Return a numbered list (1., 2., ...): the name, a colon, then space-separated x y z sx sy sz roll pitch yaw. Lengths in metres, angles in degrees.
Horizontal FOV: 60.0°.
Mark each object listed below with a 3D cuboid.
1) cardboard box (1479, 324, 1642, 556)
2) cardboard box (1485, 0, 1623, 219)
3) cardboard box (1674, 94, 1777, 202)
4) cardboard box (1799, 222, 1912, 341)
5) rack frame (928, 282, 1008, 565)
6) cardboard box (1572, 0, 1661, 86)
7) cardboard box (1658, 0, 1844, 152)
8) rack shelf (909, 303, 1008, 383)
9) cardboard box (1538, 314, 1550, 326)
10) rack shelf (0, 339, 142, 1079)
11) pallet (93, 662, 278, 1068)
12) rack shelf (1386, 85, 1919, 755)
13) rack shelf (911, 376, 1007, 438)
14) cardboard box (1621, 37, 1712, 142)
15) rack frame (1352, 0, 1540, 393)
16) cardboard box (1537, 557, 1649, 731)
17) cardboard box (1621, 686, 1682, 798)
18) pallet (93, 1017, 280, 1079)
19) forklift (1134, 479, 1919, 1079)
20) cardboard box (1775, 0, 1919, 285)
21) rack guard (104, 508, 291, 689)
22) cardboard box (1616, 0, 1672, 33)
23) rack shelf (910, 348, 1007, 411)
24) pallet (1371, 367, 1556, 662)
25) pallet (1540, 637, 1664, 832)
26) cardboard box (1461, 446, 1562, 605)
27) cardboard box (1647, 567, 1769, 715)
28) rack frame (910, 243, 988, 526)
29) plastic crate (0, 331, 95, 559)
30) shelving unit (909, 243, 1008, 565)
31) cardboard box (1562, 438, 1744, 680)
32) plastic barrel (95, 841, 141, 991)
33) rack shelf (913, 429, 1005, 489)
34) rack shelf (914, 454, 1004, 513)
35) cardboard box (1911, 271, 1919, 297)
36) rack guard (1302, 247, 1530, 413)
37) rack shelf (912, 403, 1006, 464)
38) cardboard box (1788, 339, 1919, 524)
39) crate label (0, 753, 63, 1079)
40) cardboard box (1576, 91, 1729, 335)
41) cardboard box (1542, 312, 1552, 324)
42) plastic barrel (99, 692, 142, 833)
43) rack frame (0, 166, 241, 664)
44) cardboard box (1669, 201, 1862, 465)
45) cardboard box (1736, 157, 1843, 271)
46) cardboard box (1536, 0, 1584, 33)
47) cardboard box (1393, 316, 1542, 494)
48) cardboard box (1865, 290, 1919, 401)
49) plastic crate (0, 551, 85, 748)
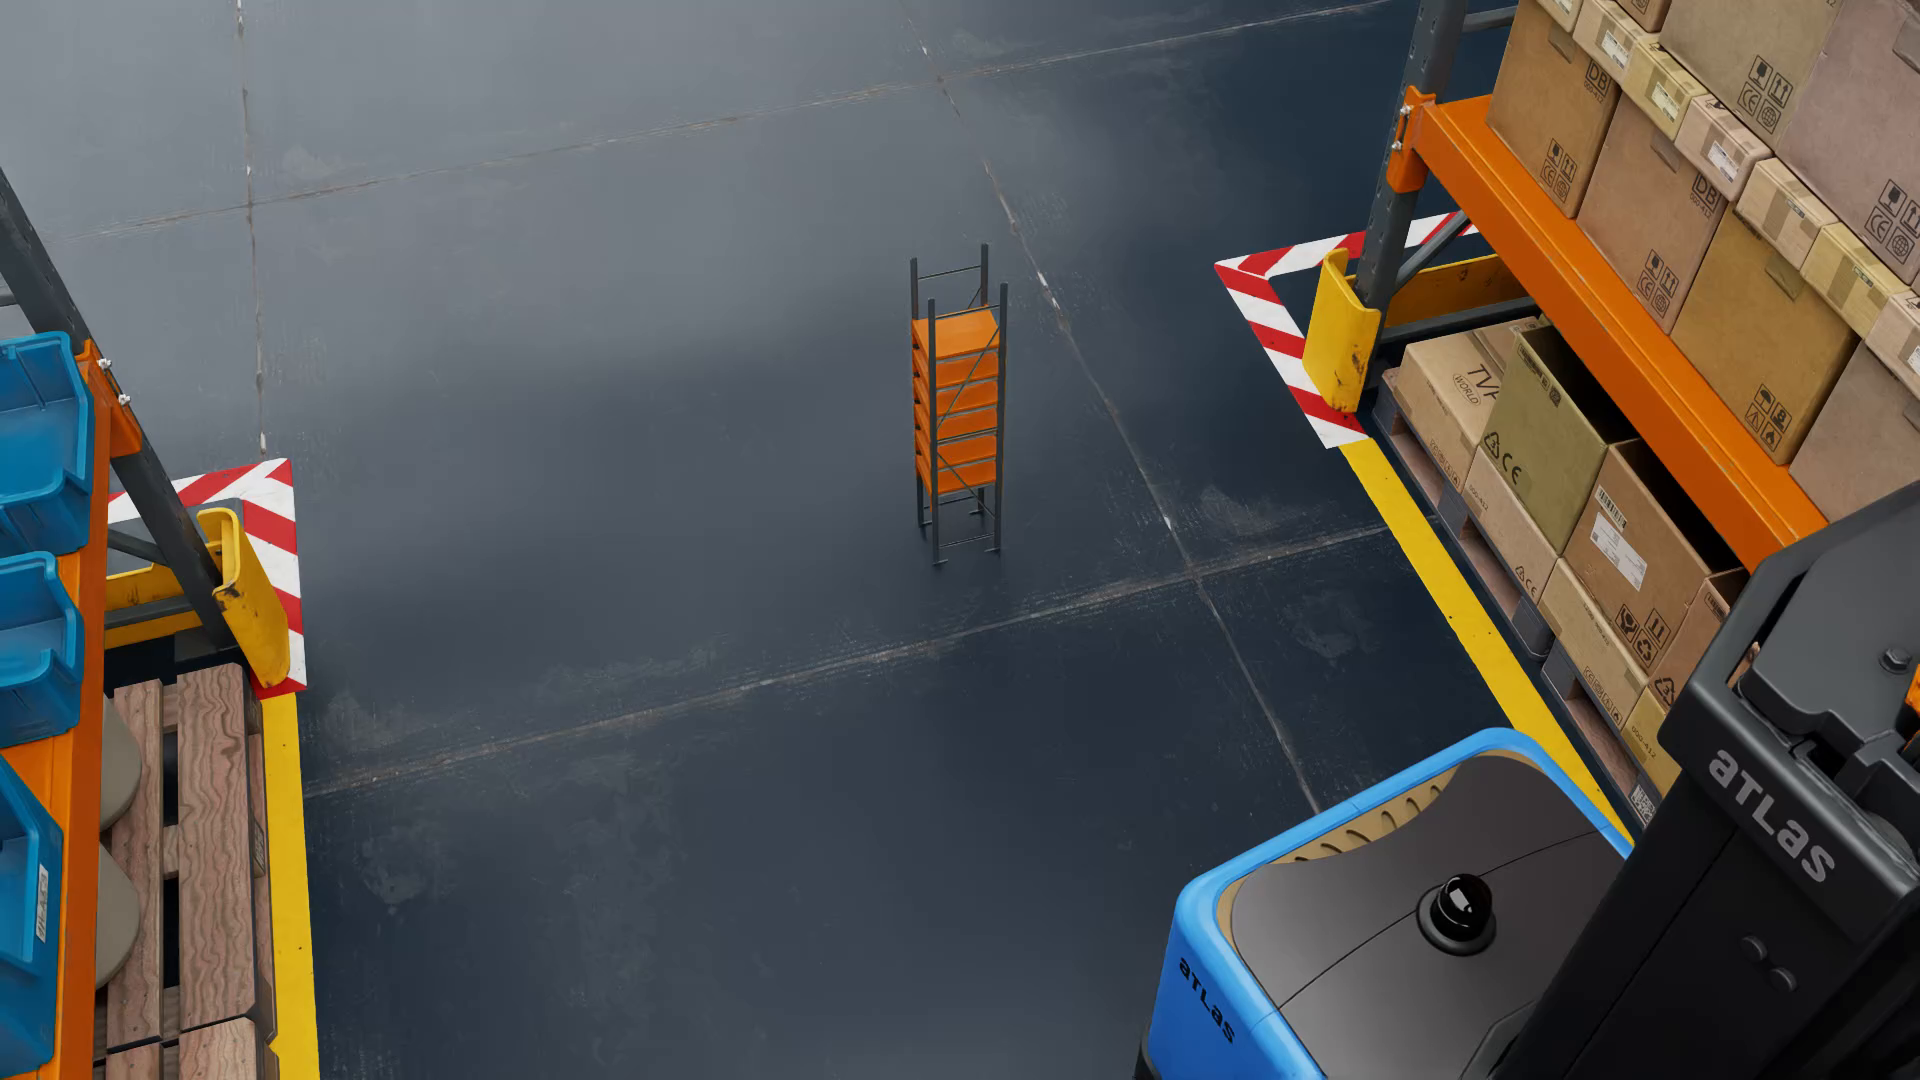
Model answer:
1. cardboard box: 1.995 -0.347 5.114 0.500 0.500 0.500 -13 51 -11
2. cardboard box: 2.025 -1.351 4.862 0.700 0.500 0.500 -13 51 -11
3. cardboard box: 2.035 -1.009 4.149 0.380 0.149 0.250 -14 51 -12
4. cardboard box: 2.192 -0.628 3.828 0.380 0.149 0.250 -14 51 -11
5. rack frame: 0.023 -0.330 5.244 0.240 1.200 0.006 -13 51 -11
6. cardboard box: 1.890 -1.376 4.459 0.380 0.149 0.250 -15 51 -12
7. cardboard box: 2.201 -1.348 4.010 0.700 0.500 0.500 -15 51 -12
8. rack shelf: -0.004 -0.601 5.059 0.258 0.103 0.180 -13 51 -11
9. cardboard box: 2.340 -0.587 5.807 0.500 0.250 0.500 -13 51 -11
10. rack shelf: -2.242 1.147 3.291 1.077 0.370 4.000 -13 51 -11
11. pallet: -2.531 0.993 4.775 1.003 0.211 1.213 -13 51 -11
12. rack shelf: 2.491 0.030 4.233 1.077 0.370 4.000 -13 51 -11
13. rack shelf: -0.004 -0.446 5.242 0.258 0.103 0.180 -13 51 -11
14. cardboard box: 1.963 -1.194 4.305 0.380 0.149 0.250 -13 51 -11
15. rack frame: 1.899 -1.663 5.190 1.000 3.000 0.127 -13 51 -11
16. cardboard box: 2.144 0.260 5.093 0.500 0.250 0.500 -13 51 -11
17. cardboard box: 2.287 0.626 4.784 0.500 0.250 0.500 -13 51 -11
18. pallet: -2.174 1.882 4.025 1.003 0.211 1.213 -13 51 -11
19. forklift: 1.612 1.341 2.702 1.130 2.935 3.031 -23 54 -18
20. cardboard box: 2.351 -0.980 3.700 0.700 0.500 0.500 -13 51 -11
21. rack guard: -2.766 0.305 5.166 1.175 0.500 0.348 -13 51 -11
22. cardboard box: 2.041 -1.730 4.333 0.700 0.500 0.500 -13 51 -11
23. rack shelf: -0.004 -0.523 5.151 0.258 0.103 0.180 -13 51 -11
24. pallet: 2.165 -0.215 5.793 1.003 0.211 1.213 -13 51 -11
25. pallet: 2.522 0.675 5.043 1.003 0.211 1.213 -13 51 -11
26. cardboard box: 1.997 -0.105 5.401 0.500 0.250 0.500 -13 51 -11
27. cardboard box: 2.286 0.385 4.497 0.500 0.500 0.500 -13 51 -11
28. rack frame: -0.031 -0.464 5.357 0.240 1.200 0.006 -13 51 -11
29. plastic crate: -2.400 -0.199 4.054 0.499 0.251 0.616 -13 51 -11
30. shelving unit: -0.004 -0.397 5.300 0.258 1.200 0.189 -13 51 -11
31. cardboard box: 2.155 0.016 4.808 0.500 0.500 0.500 -13 51 -11
32. plastic barrel: -2.418 0.951 4.339 0.421 0.512 0.421 0 50 0
33. rack shelf: -0.004 -0.291 5.426 0.258 0.103 0.180 -13 51 -11
34. rack shelf: -0.004 -0.214 5.518 0.258 0.103 0.180 -13 51 -11
35. cardboard box: 2.499 -0.614 3.392 0.700 0.500 0.500 -13 51 -11
36. rack guard: 1.892 -0.874 6.160 1.175 0.500 0.348 -13 51 -11
37. rack shelf: -0.004 -0.369 5.334 0.258 0.103 0.180 -13 51 -11
38. cardboard box: 2.485 -0.221 3.909 0.700 0.500 0.500 -12 51 -10
39. crate label: -2.031 0.726 3.153 0.502 0.435 0.616 -13 51 -11
40. cardboard box: 2.185 -0.968 4.539 0.700 0.500 0.500 -12 51 -10
41. cardboard box: 2.342 -0.829 5.520 0.500 0.500 0.500 -13 51 -11
42. plastic barrel: -2.566 0.585 4.648 0.421 0.512 0.421 0 50 0
43. rack frame: -2.834 -0.545 4.248 1.000 3.000 0.127 -13 51 -11
44. cardboard box: 2.326 -0.604 4.232 0.700 0.500 0.500 -13 51 -11
45. cardboard box: 2.116 -0.815 3.985 0.380 0.149 0.250 -15 51 -12
46. cardboard box: 1.809 -1.569 4.621 0.380 0.149 0.250 -14 51 -11
47. cardboard box: 1.845 -0.470 5.708 0.500 0.250 0.500 -13 51 -11
48. cardboard box: 2.263 -0.446 3.674 0.380 0.149 0.250 -13 51 -11
49. plastic crate: -2.213 0.276 3.653 0.499 0.251 0.408 -13 51 -11
